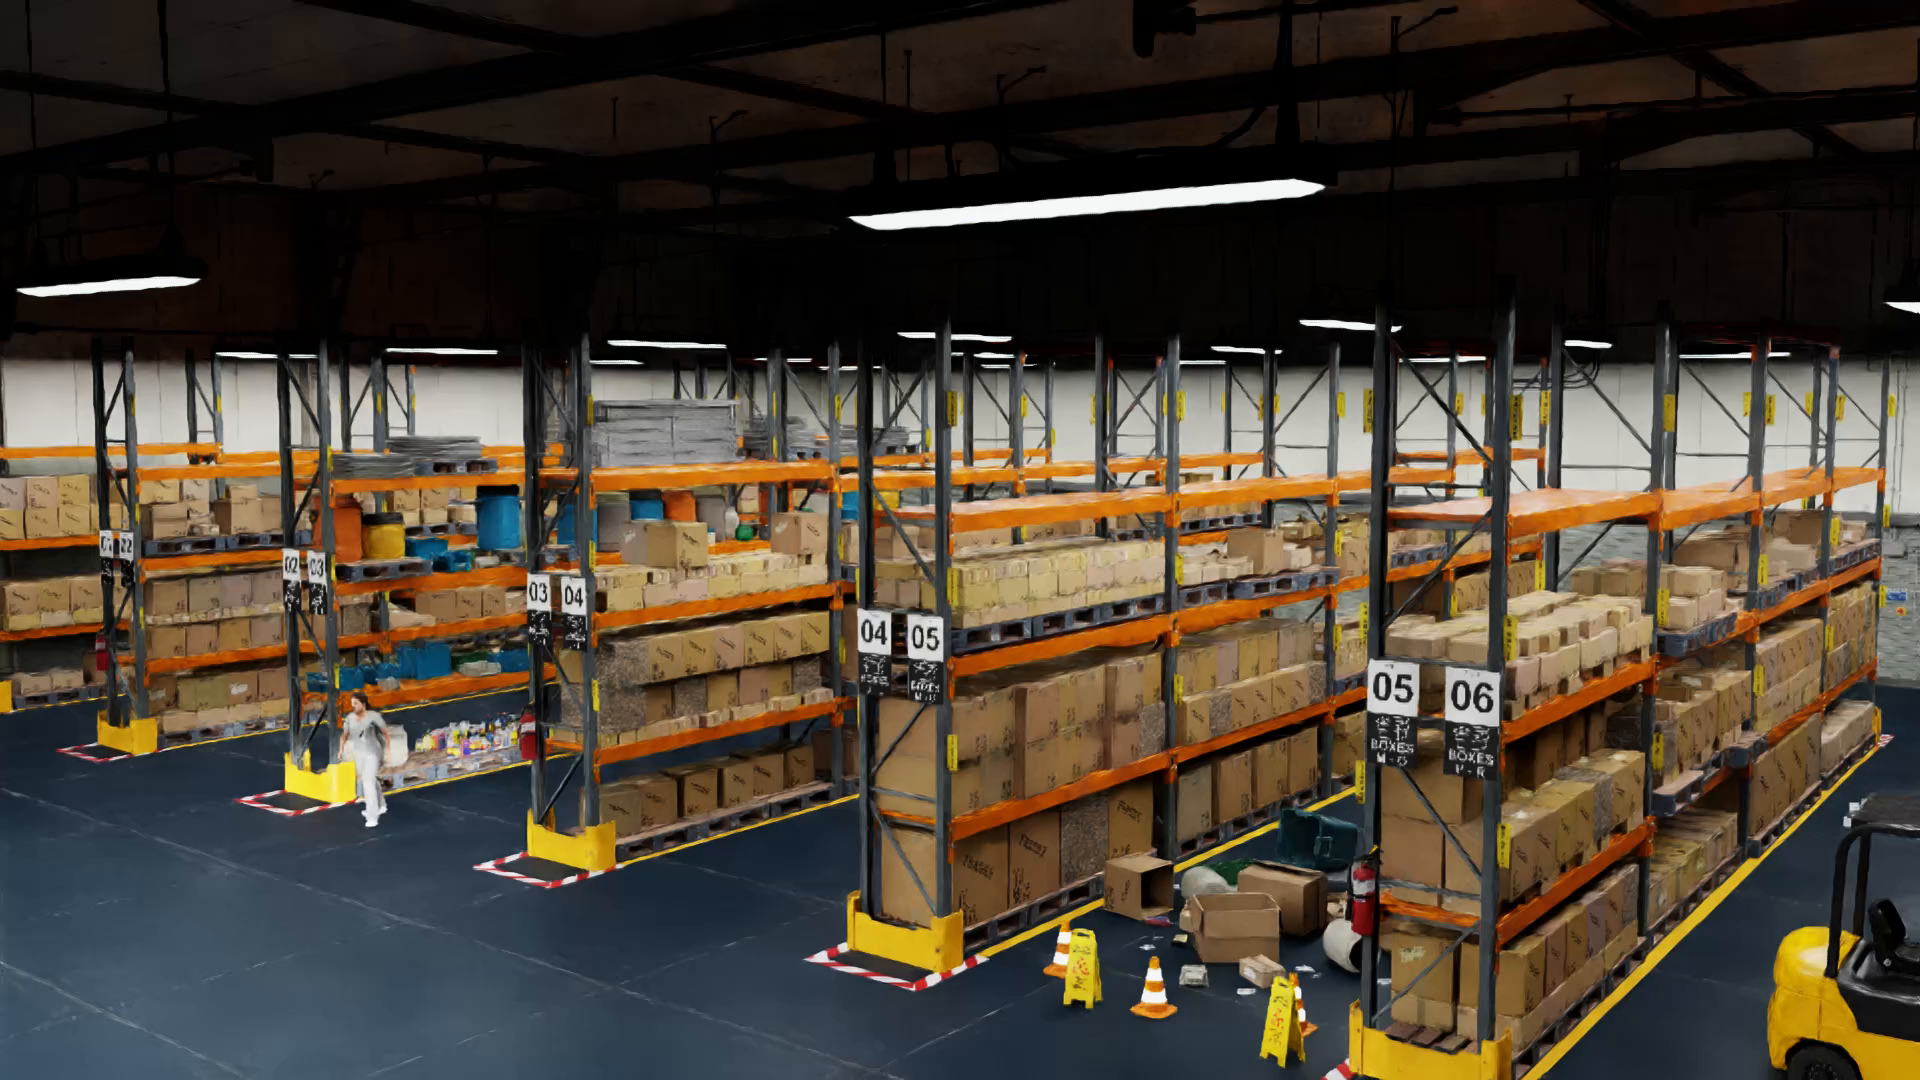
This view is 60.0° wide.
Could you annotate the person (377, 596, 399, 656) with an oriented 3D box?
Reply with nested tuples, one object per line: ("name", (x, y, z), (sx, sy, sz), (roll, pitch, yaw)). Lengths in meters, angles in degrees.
("person", (-10.521, 1.702, 30.704), (0.598, 1.600, 0.503), (4, 6, 36))

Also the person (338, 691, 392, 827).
("person", (-7.141, 2.604, 20.120), (0.604, 1.604, 0.811), (2, 5, 20))
